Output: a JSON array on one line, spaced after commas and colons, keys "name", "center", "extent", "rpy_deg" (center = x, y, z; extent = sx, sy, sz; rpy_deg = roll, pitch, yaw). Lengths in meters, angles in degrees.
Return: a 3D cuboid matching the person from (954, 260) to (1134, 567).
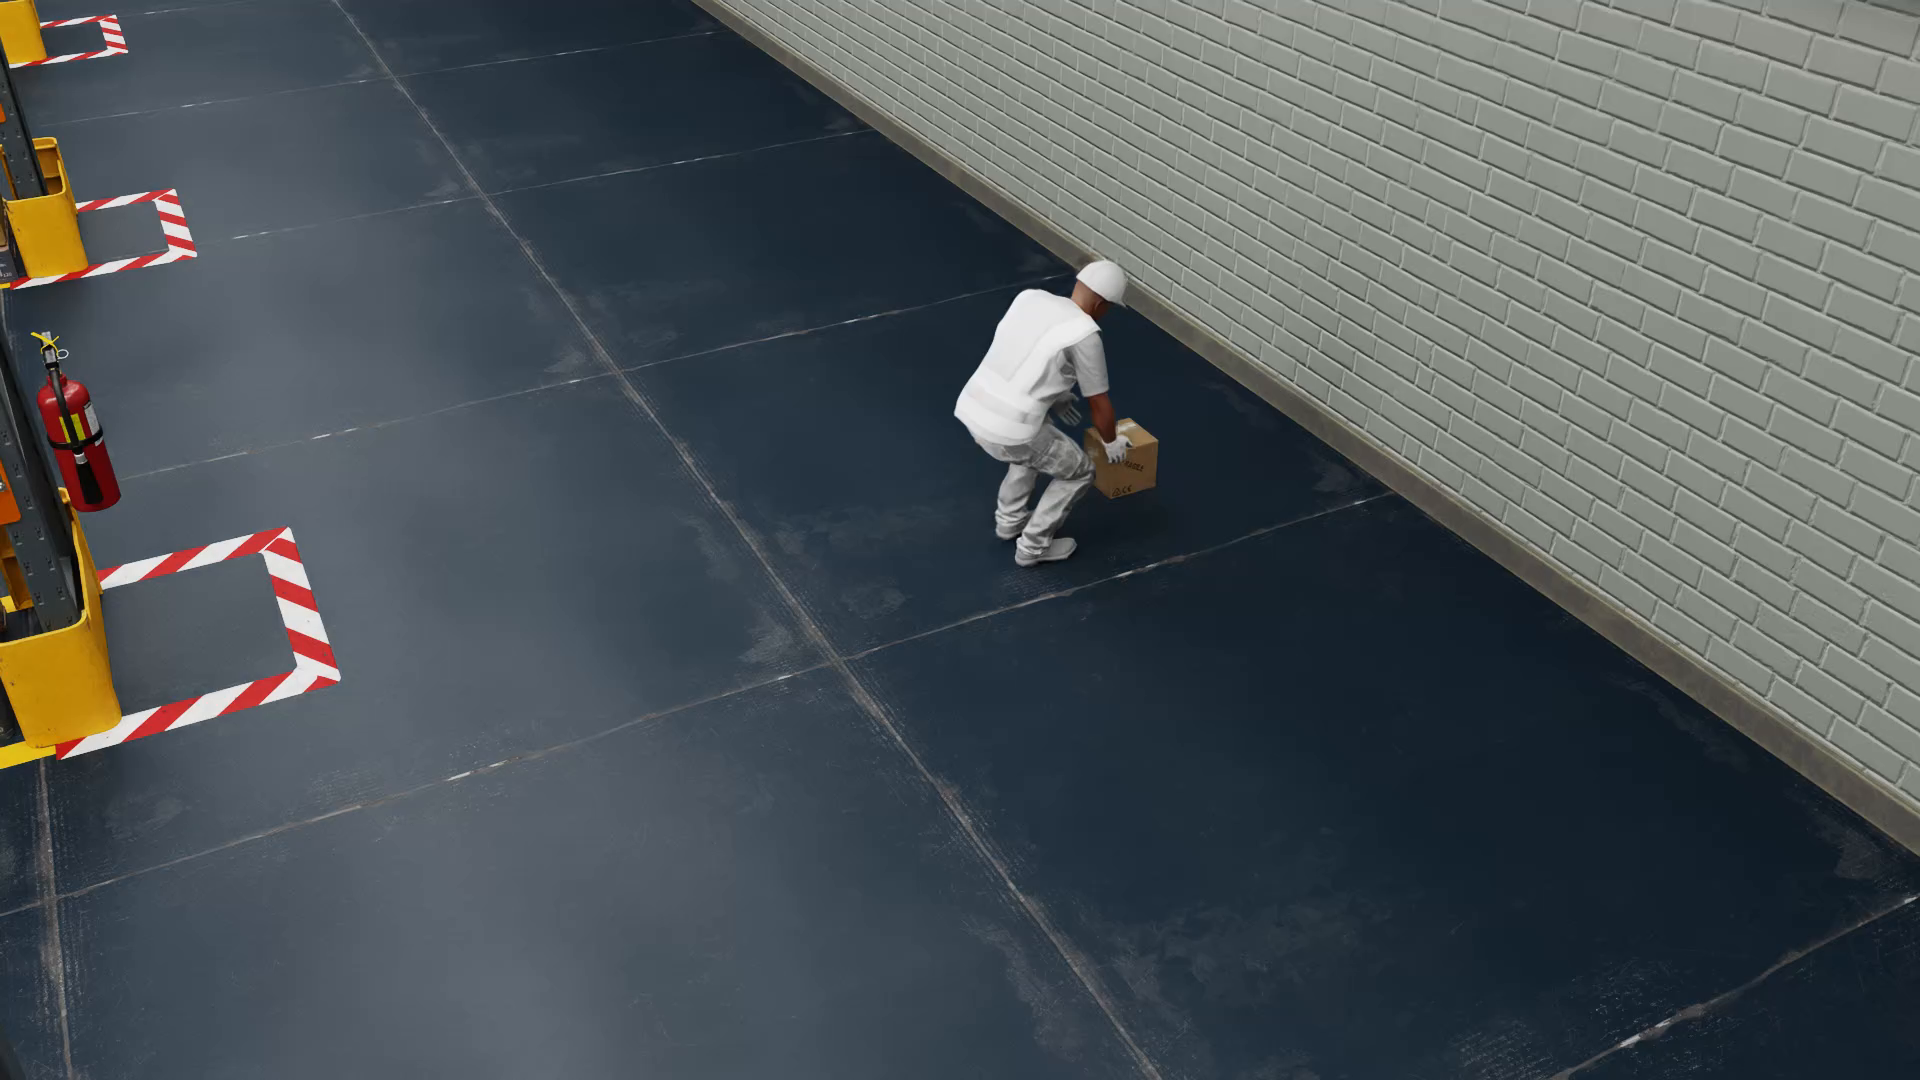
[{"name": "person", "center": [0.363, -0.577, 7.445], "extent": [0.813, 1.322, 0.612], "rpy_deg": [-16, 36, -23]}]
